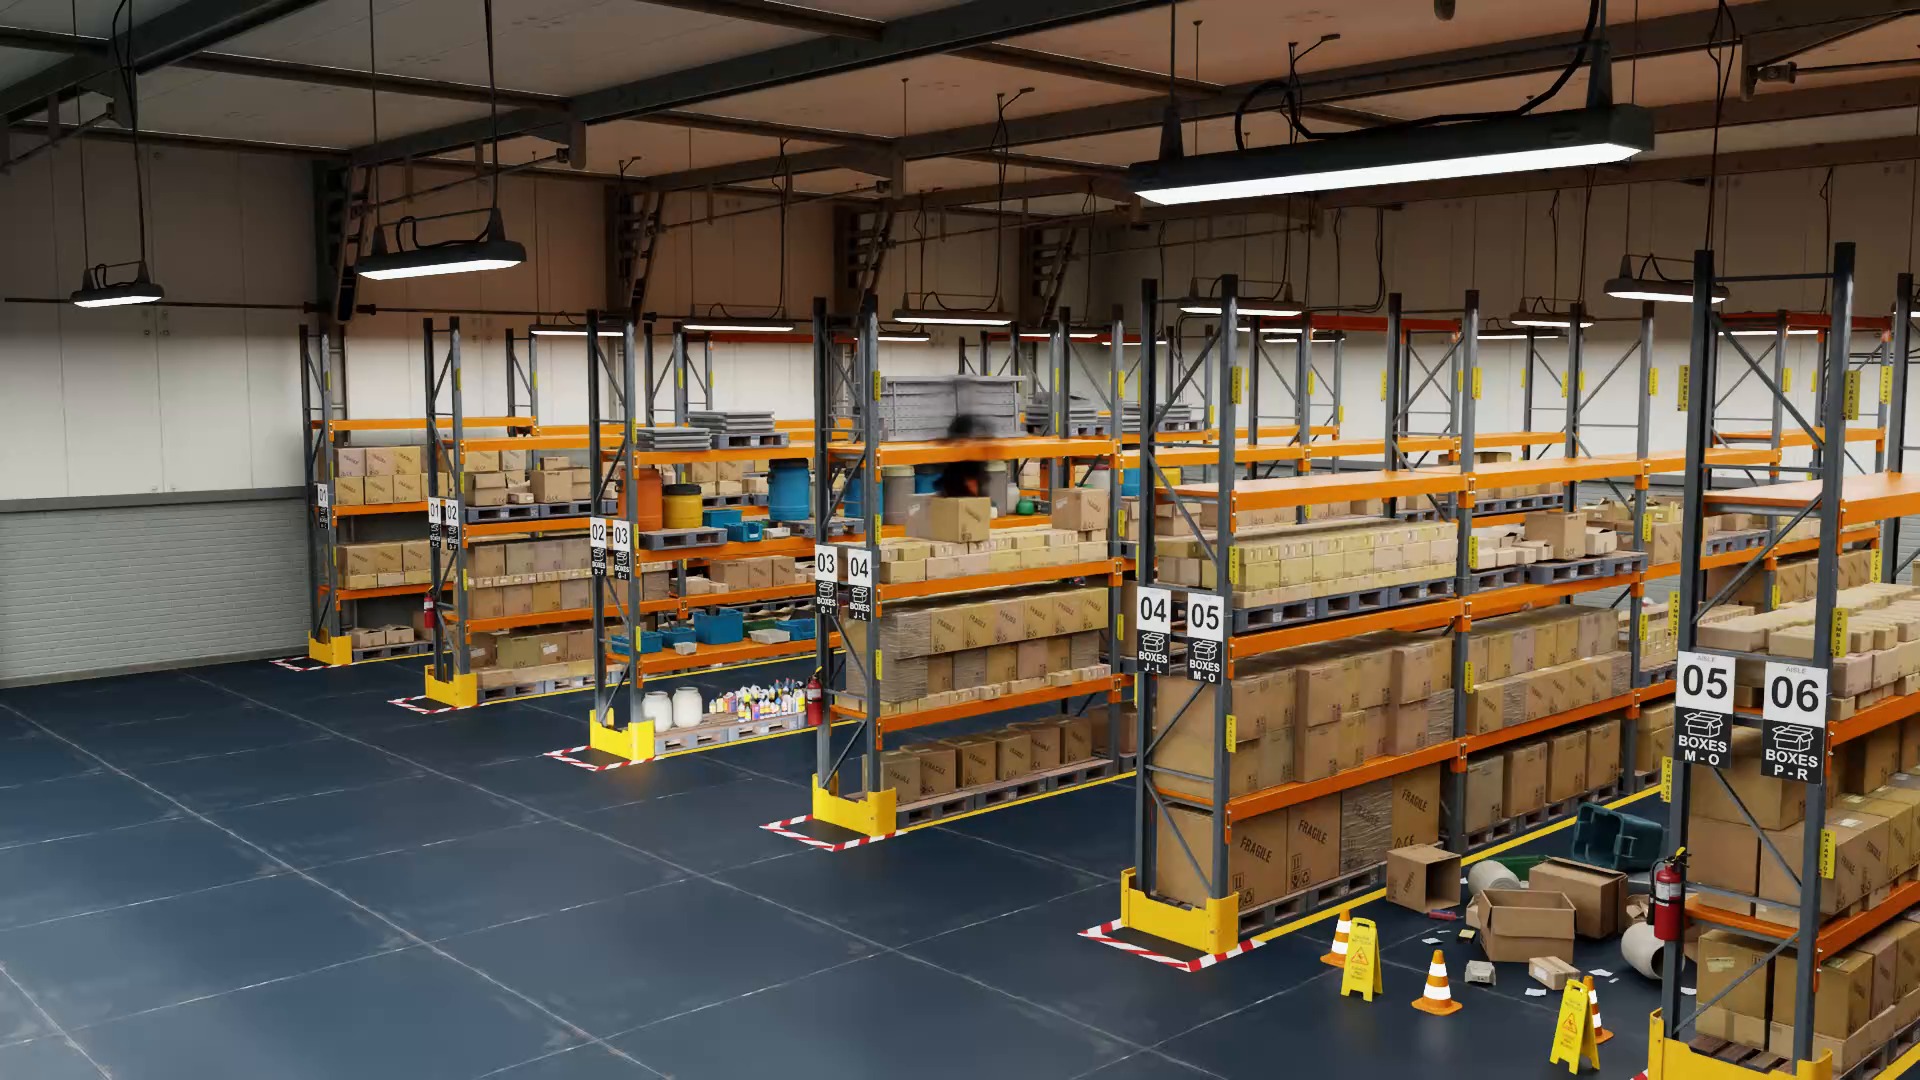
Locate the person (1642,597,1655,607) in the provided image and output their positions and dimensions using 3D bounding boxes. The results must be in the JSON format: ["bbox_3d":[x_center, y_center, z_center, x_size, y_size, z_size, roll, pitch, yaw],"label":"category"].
[{"bbox_3d":[10.327,1.768,25.029,0.748,1.835,0.616,-5,8,-42],"label":"person"}]

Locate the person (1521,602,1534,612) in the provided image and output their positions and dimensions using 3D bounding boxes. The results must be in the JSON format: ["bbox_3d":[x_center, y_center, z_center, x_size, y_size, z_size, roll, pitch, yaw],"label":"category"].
[{"bbox_3d":[8.701,1.741,25.588,0.674,1.688,0.816,5,8,40],"label":"person"}]
